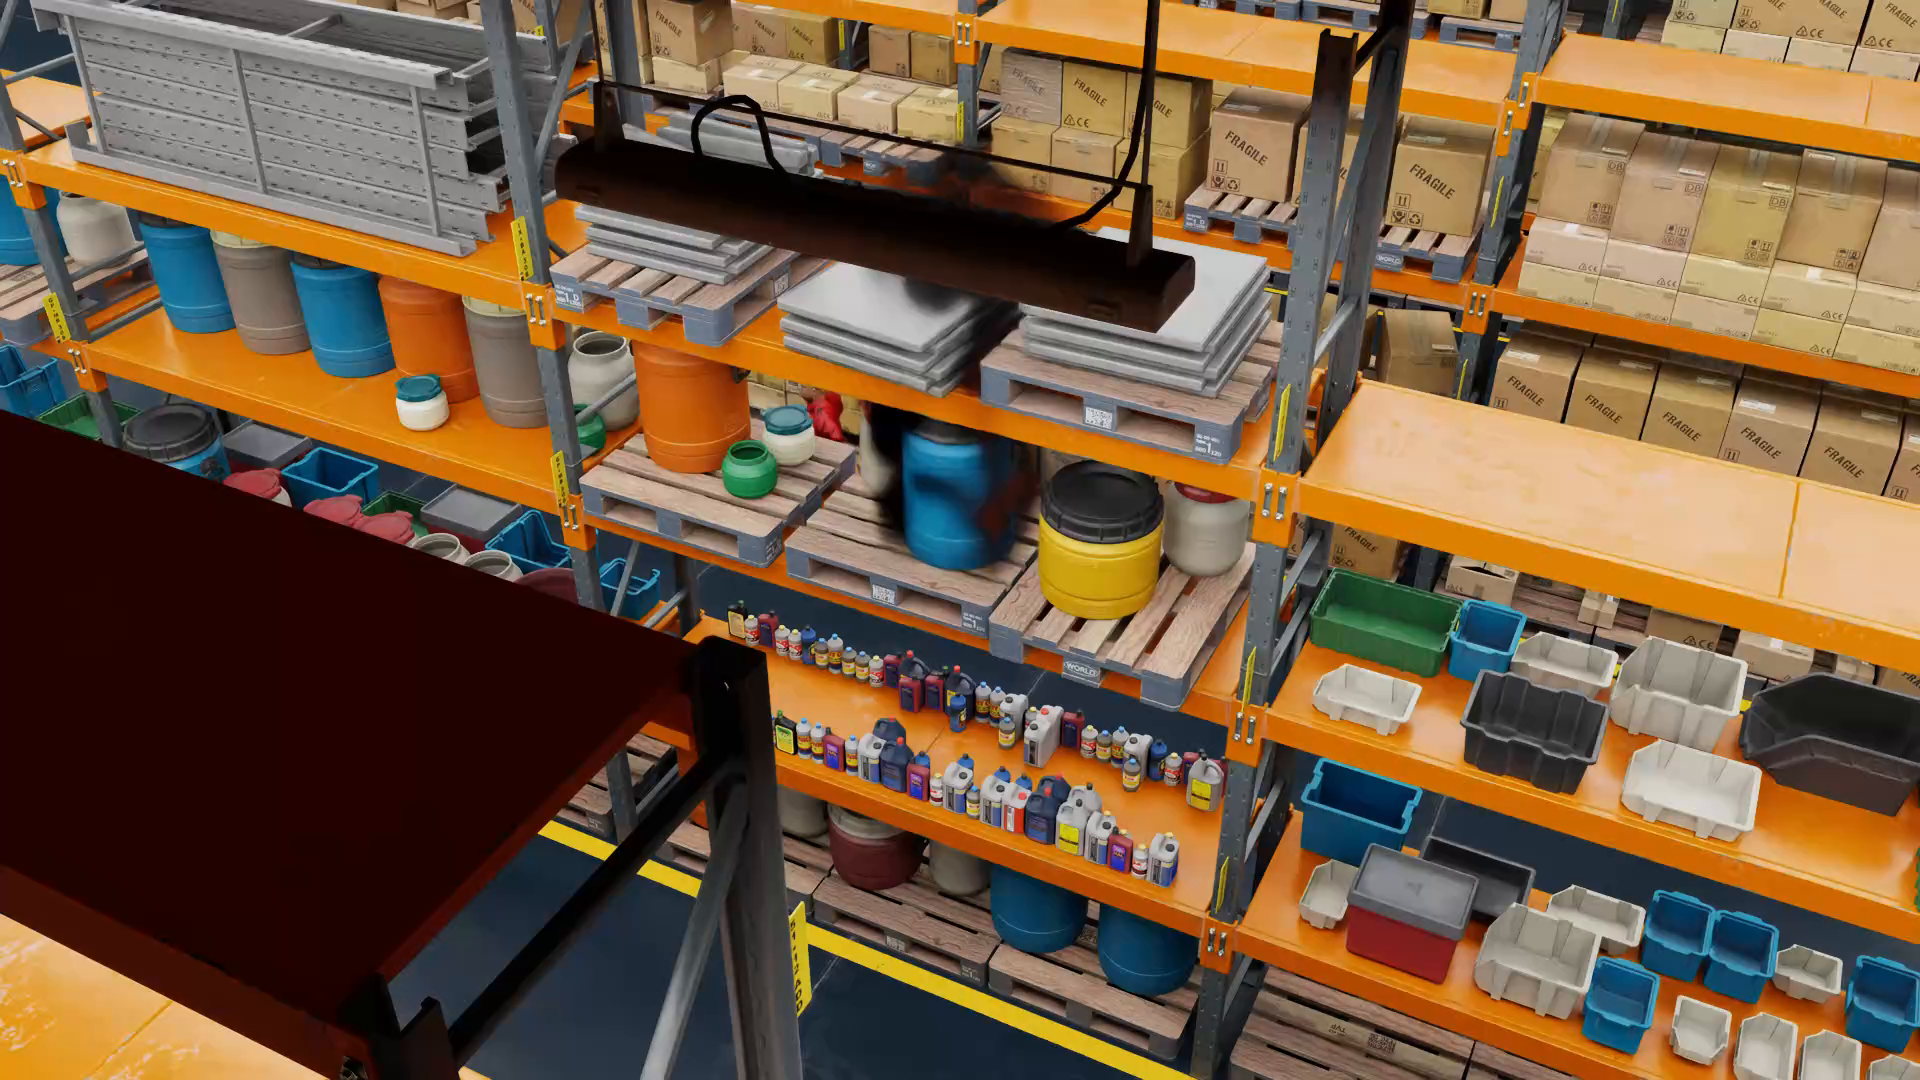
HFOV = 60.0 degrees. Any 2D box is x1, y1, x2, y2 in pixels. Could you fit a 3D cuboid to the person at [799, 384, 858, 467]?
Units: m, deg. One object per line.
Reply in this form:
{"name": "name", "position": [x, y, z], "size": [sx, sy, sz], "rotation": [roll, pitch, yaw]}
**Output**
{"name": "person", "position": [-0.957, -0.595, 13.278], "size": [0.753, 1.679, 0.662], "rotation": [3, 35, 5]}
